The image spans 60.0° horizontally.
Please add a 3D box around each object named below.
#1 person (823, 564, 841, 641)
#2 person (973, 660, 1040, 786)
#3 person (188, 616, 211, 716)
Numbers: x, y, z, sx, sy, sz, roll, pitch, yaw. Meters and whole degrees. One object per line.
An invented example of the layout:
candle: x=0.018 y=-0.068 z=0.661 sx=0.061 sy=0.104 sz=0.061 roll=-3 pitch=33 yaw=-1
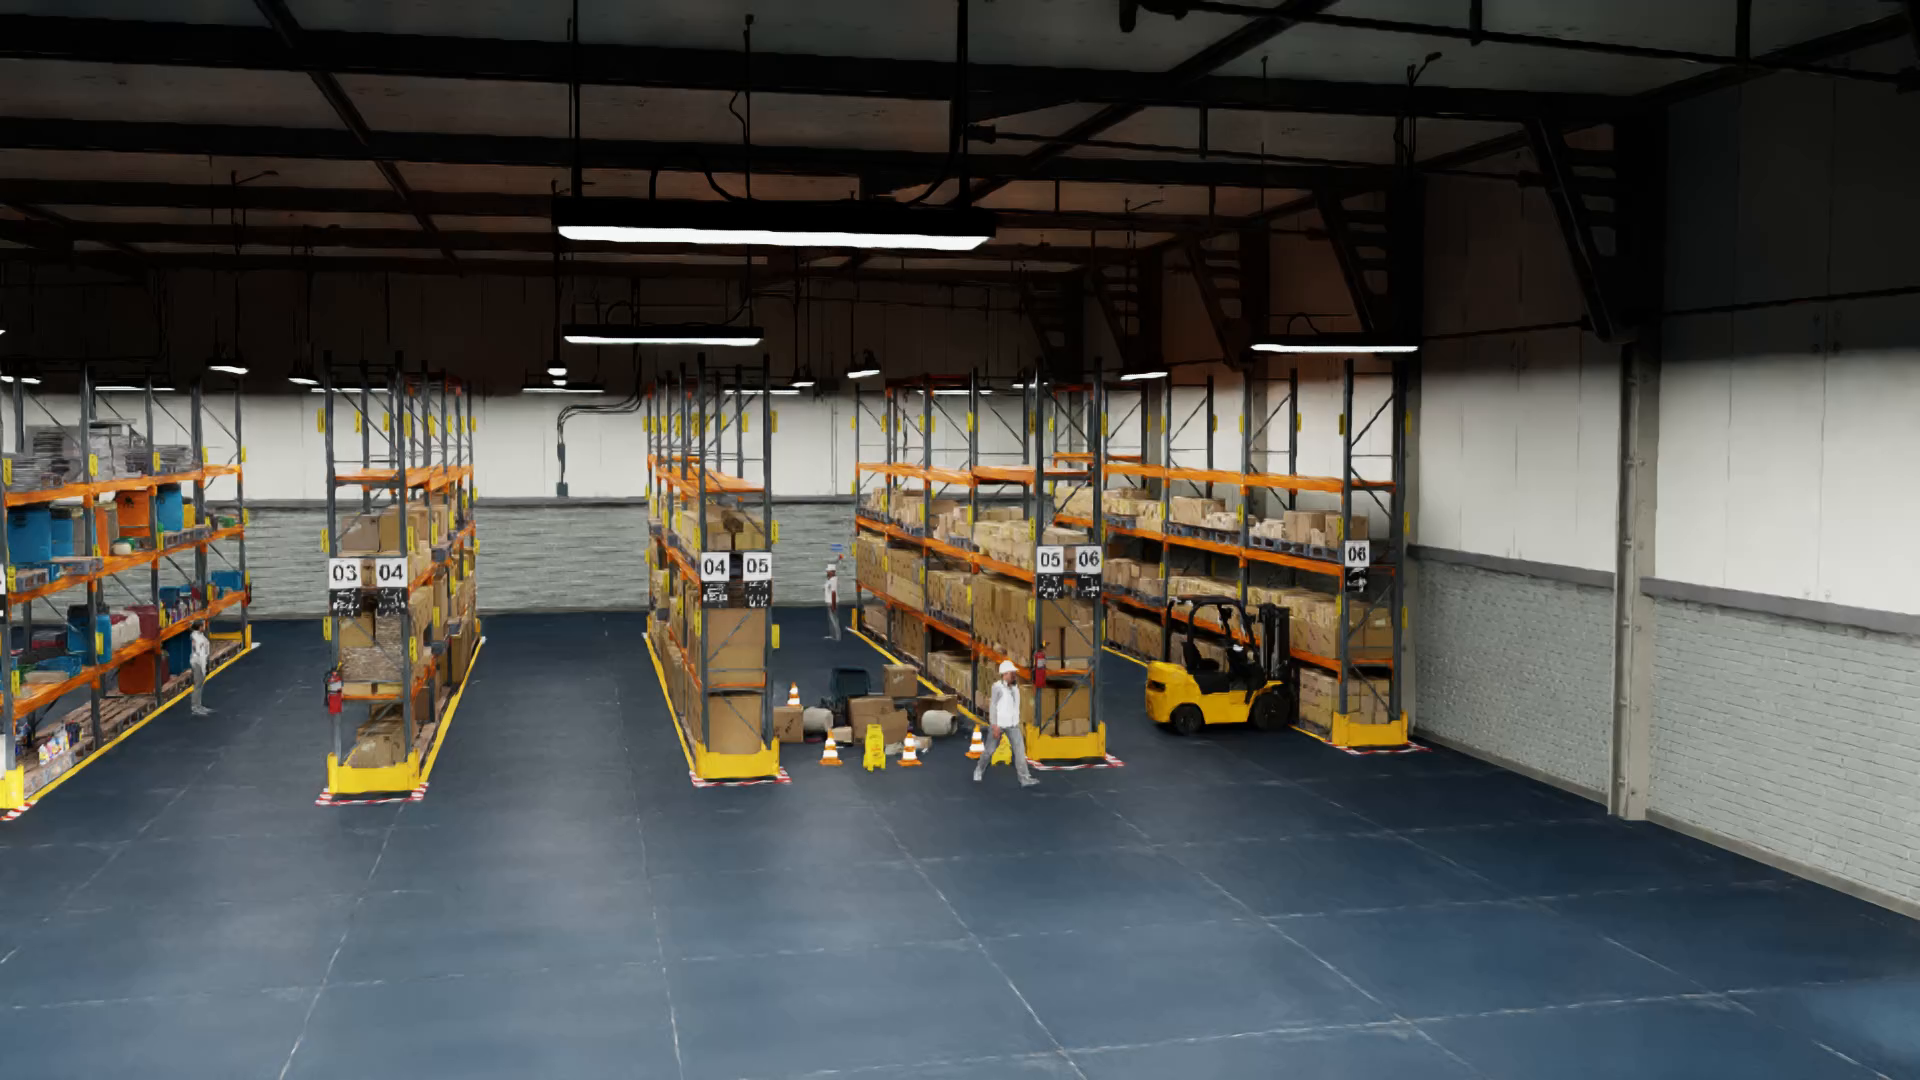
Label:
person: x=-2.957 y=1.439 z=38.370 sx=0.407 sy=1.767 sz=0.648 roll=-1 pitch=4 yaw=-10
person: x=0.608 y=2.532 z=23.010 sx=0.584 sy=1.747 sz=0.927 roll=-3 pitch=5 yaw=-40
person: x=-13.076 y=2.155 z=28.621 sx=0.368 sy=1.683 sz=0.572 roll=-3 pitch=5 yaw=-36
